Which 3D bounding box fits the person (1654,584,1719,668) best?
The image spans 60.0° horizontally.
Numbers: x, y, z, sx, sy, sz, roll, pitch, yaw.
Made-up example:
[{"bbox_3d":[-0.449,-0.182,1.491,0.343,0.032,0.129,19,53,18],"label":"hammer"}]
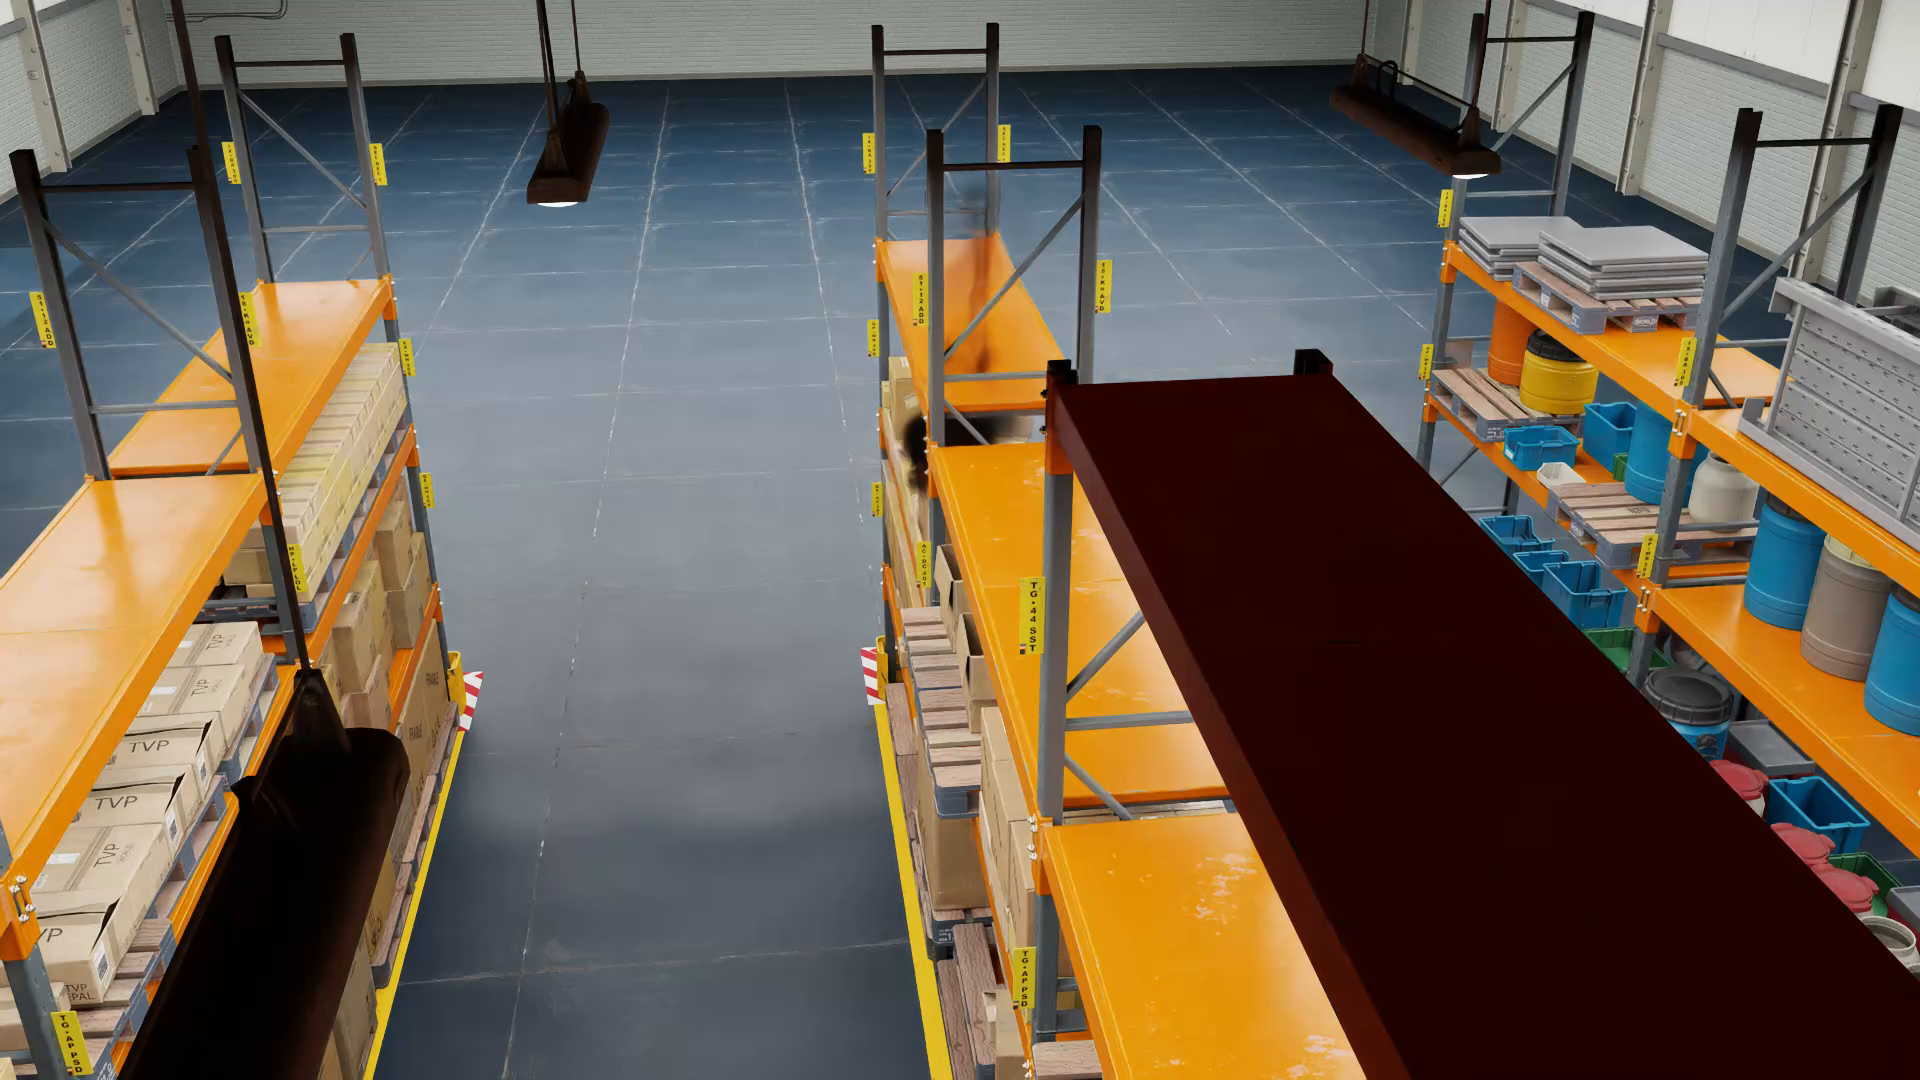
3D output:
[{"bbox_3d":[6.500,0.680,15.086,0.671,1.691,1.094,-3,26,-6],"label":"person"}]
